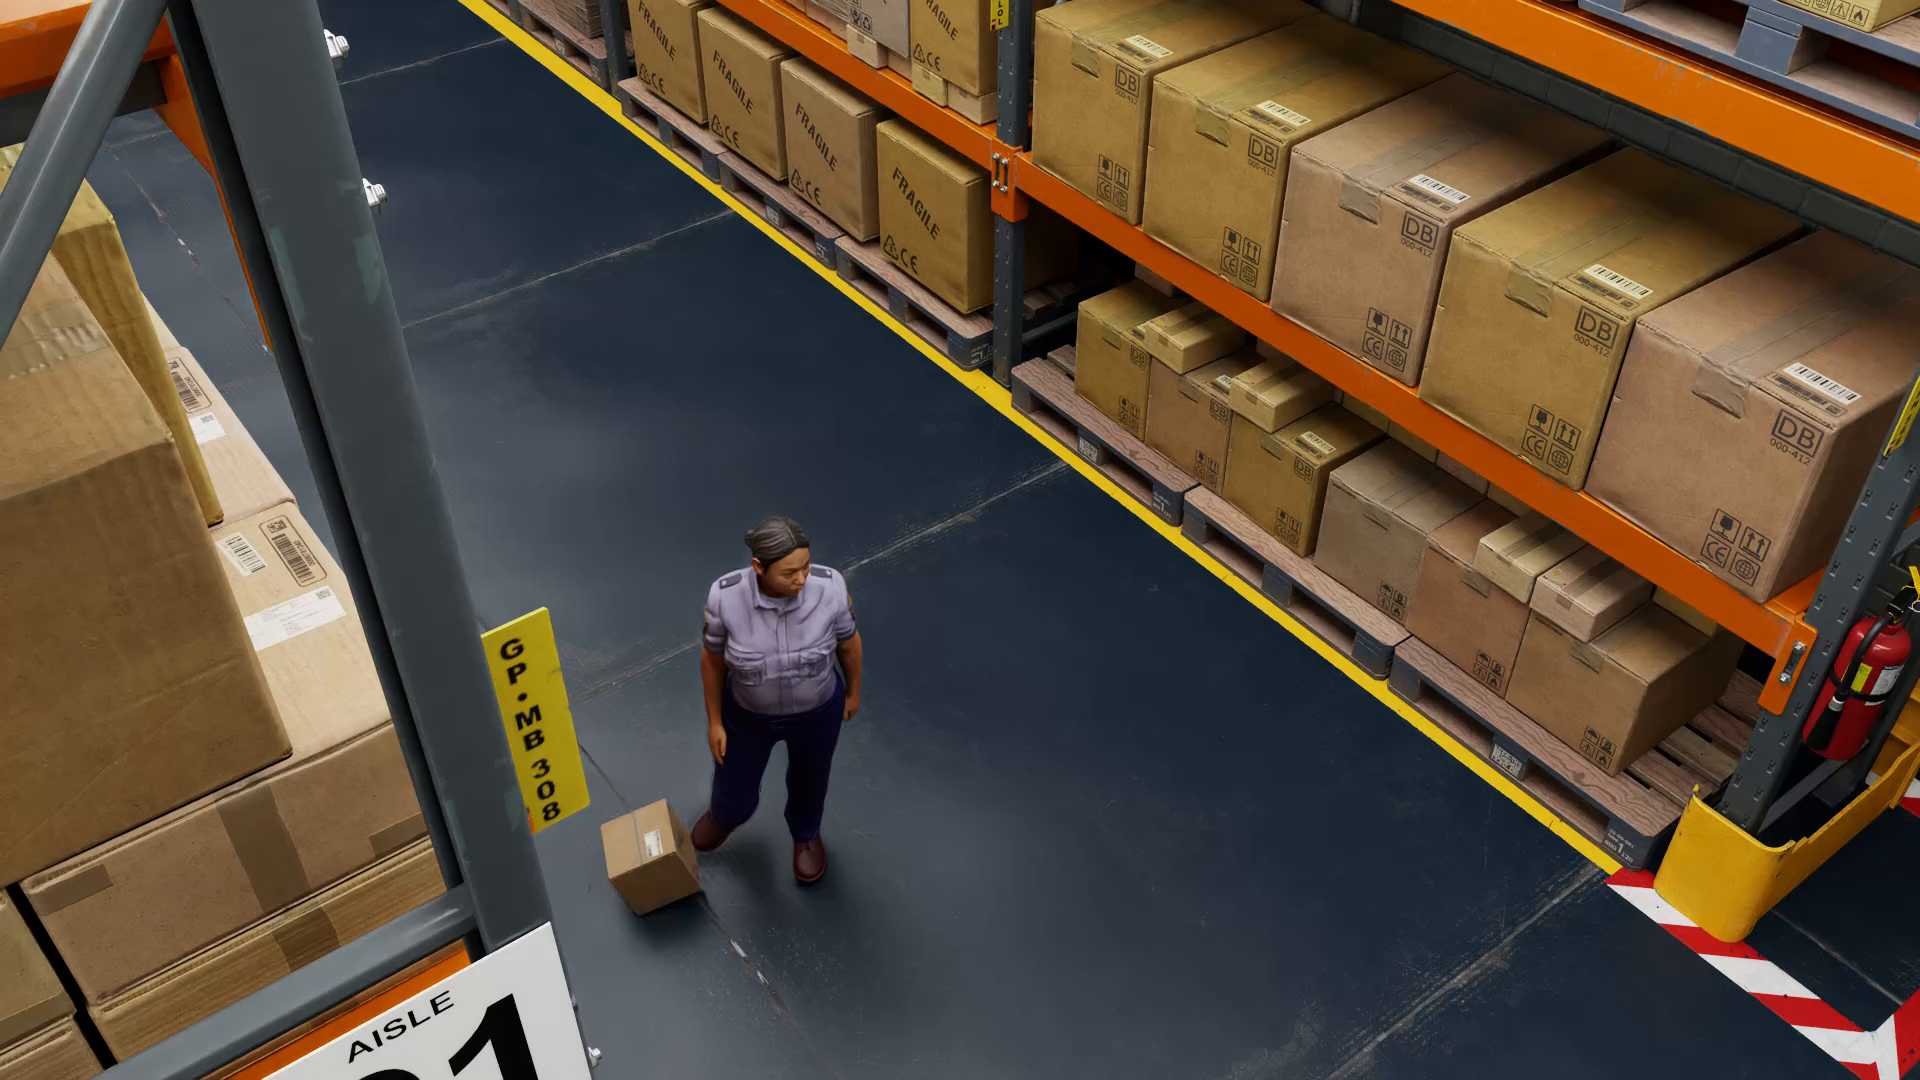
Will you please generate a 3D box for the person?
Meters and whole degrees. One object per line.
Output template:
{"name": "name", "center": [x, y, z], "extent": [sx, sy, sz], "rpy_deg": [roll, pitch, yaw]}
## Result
{"name": "person", "center": [-0.642, 0.536, 5.515], "extent": [0.650, 1.641, 0.449], "rpy_deg": [-6, 41, -7]}
